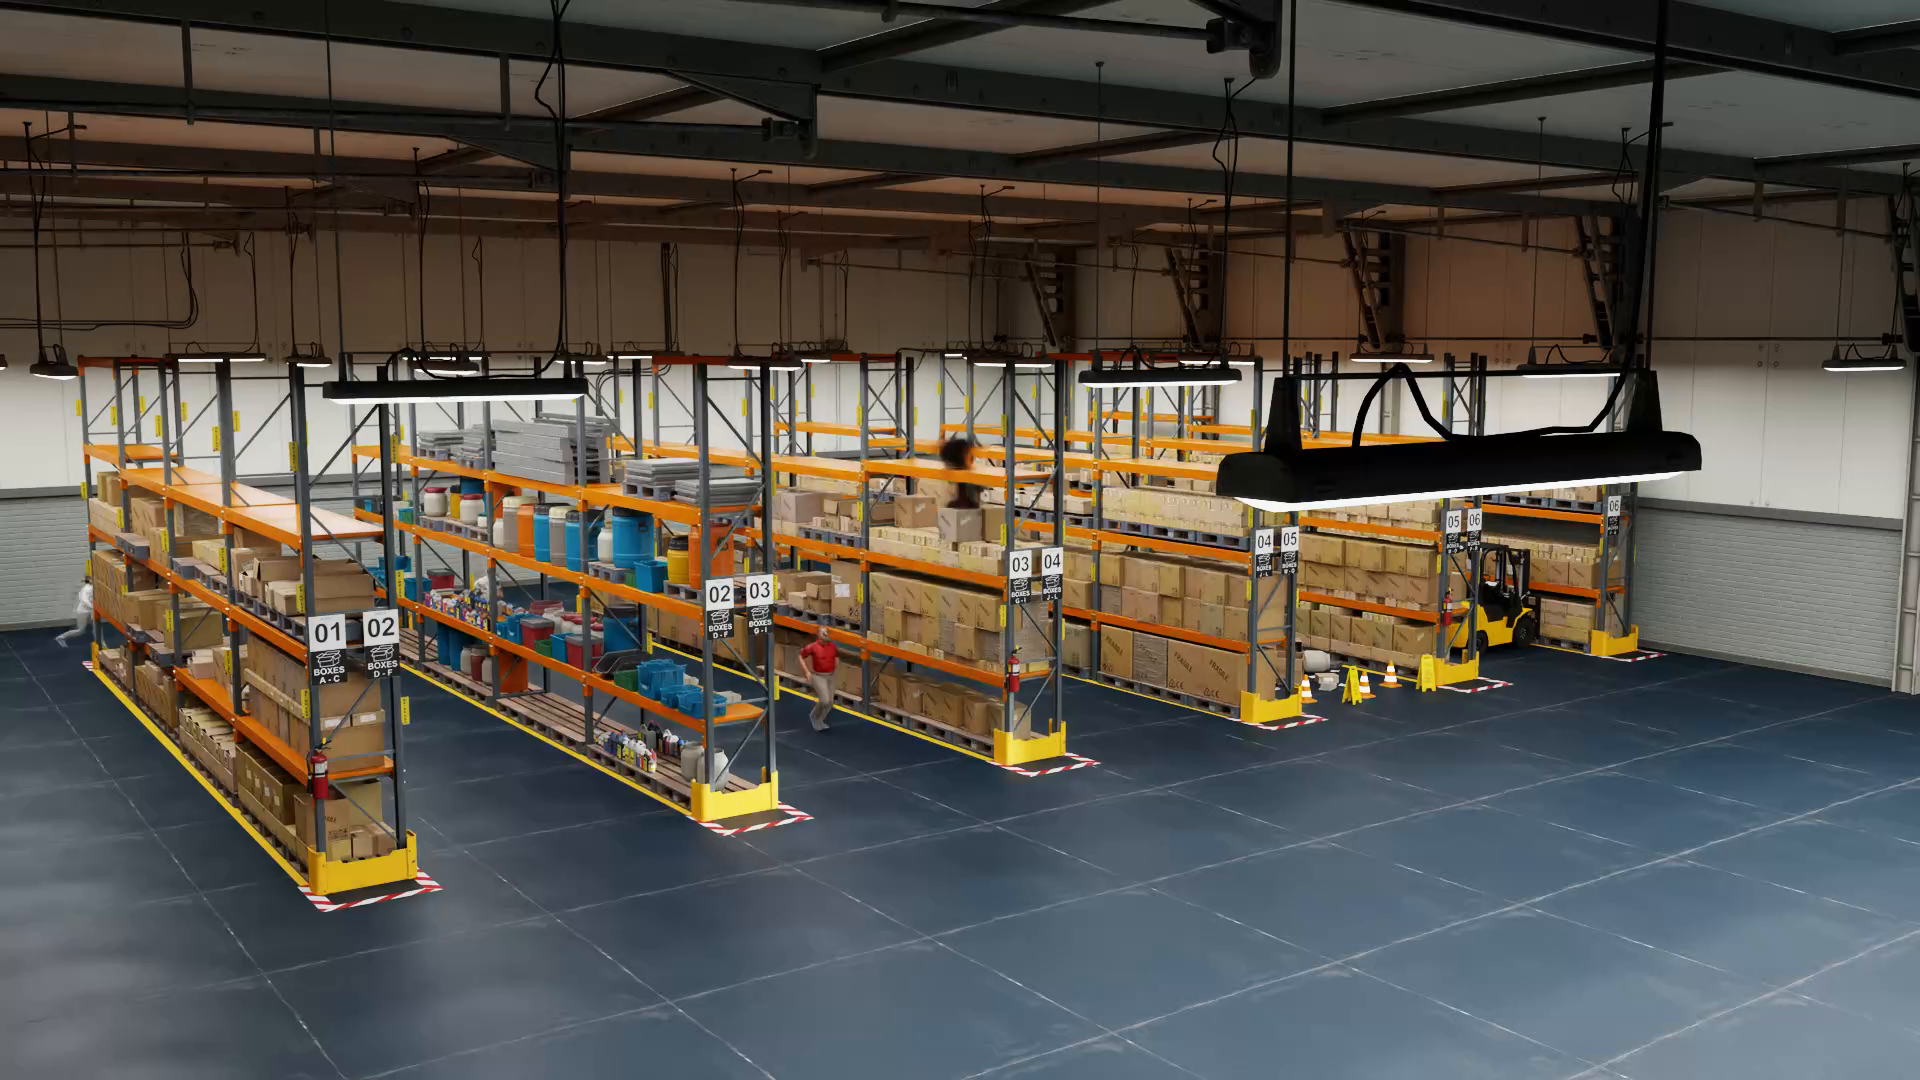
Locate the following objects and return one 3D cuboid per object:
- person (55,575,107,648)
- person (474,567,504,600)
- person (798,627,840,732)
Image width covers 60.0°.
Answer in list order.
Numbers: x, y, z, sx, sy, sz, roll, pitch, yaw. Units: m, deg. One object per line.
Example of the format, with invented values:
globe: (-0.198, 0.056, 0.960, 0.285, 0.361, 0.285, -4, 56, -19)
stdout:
person: (-17.575, 1.488, 33.325, 1.036, 1.687, 0.625, -2, 7, -19)
person: (-9.833, 1.327, 34.807, 0.605, 1.606, 0.617, 5, 9, 38)
person: (-2.177, 2.245, 26.744, 0.654, 1.698, 0.654, -6, 9, -41)
